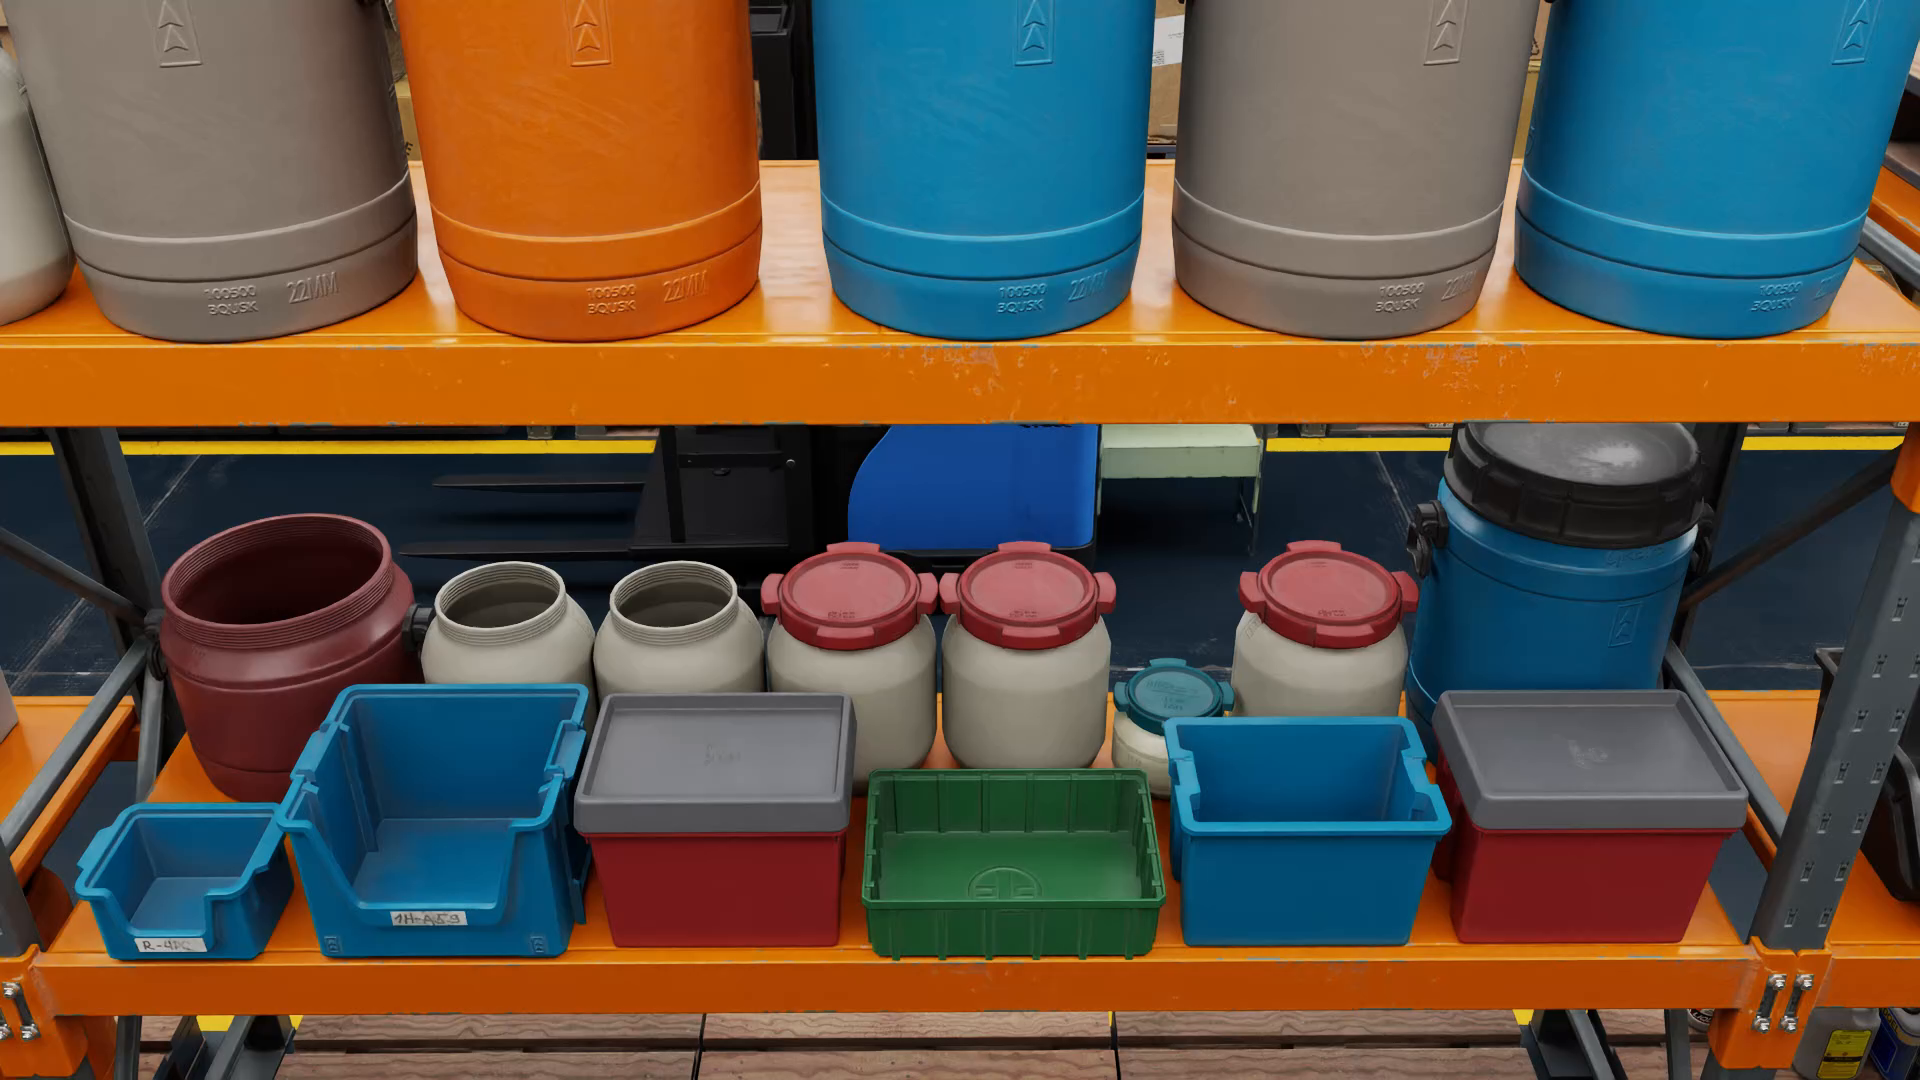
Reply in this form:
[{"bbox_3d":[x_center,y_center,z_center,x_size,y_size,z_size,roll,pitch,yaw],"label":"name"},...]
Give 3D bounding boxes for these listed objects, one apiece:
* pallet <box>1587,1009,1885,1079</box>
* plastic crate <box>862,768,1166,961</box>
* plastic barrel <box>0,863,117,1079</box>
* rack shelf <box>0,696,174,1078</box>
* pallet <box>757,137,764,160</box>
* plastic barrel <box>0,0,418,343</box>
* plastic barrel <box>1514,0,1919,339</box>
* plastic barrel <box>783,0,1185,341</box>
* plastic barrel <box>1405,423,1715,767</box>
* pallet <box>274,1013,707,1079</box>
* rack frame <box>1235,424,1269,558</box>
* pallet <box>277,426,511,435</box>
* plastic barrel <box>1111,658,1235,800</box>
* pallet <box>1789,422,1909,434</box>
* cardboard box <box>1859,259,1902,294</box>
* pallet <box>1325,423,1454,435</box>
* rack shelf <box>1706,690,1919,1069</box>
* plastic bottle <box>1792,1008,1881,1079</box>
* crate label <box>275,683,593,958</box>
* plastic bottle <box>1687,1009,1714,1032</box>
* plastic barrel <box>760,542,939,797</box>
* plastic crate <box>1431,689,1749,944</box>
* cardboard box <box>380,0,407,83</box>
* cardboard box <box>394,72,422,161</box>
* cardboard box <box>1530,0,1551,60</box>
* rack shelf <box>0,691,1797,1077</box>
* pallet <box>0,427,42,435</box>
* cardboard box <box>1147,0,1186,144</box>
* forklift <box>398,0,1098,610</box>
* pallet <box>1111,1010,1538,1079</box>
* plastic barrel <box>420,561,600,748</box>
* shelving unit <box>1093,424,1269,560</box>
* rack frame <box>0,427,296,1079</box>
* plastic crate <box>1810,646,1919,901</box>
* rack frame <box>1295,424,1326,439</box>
[{"bbox_3d":[2.528,1.713,4.723,1.213,0.211,1.003,0,31,0],"label":"pallet"},{"bbox_3d":[0.116,0.744,3.837,0.662,0.188,0.450,0,31,0],"label":"plastic crate"},{"bbox_3d":[-2.633,1.273,4.448,0.708,0.830,0.600,0,31,0],"label":"plastic barrel"},{"bbox_3d":[-4.144,0.828,4.188,4.000,0.370,1.077,0,31,0],"label":"rack shelf"},{"bbox_3d":[-1.462,-2.031,8.390,1.003,0.211,1.213,0,31,0],"label":"pallet"},{"bbox_3d":[-1.322,-0.873,2.922,0.600,0.901,0.600,0,31,0],"label":"plastic barrel"},{"bbox_3d":[1.349,-0.881,2.936,0.708,0.901,0.600,0,31,0],"label":"plastic barrel"},{"bbox_3d":[0.041,-0.877,2.929,0.708,0.901,0.600,0,31,0],"label":"plastic barrel"},{"bbox_3d":[1.468,0.131,4.159,0.708,0.901,0.600,0,31,0],"label":"plastic barrel"},{"bbox_3d":[-1.369,1.724,4.705,1.213,0.211,1.003,0,31,0],"label":"pallet"},{"bbox_3d":[1.334,-0.665,7.400,0.023,1.500,0.400,-1,31,-1],"label":"rack frame"},{"bbox_3d":[-2.963,-0.900,9.029,1.213,0.211,1.003,0,31,0],"label":"pallet"},{"bbox_3d":[0.531,0.485,4.192,0.301,0.262,0.301,0,31,0],"label":"plastic barrel"},{"bbox_3d":[4.937,-0.904,9.036,1.213,0.211,1.003,0,31,0],"label":"pallet"},{"bbox_3d":[4.604,-1.178,8.805,0.500,0.500,0.500,8,32,13],"label":"cardboard box"},{"bbox_3d":[2.497,-0.896,9.023,1.213,0.211,1.003,0,31,0],"label":"pallet"},{"bbox_3d":[3.856,0.803,4.229,4.000,0.370,1.077,0,31,0],"label":"rack shelf"},{"bbox_3d":[2.499,1.369,4.731,0.185,0.351,0.144,0,31,0],"label":"plastic bottle"},{"bbox_3d":[-1.149,0.636,3.776,0.616,0.435,0.502,0,31,0],"label":"crate label"},{"bbox_3d":[2.217,1.347,4.912,0.097,0.201,0.097,0,31,0],"label":"plastic bottle"},{"bbox_3d":[-0.269,0.336,4.173,0.433,0.535,0.433,0,31,0],"label":"plastic barrel"},{"bbox_3d":[1.373,0.634,3.751,0.583,0.464,0.402,0,31,0],"label":"plastic crate"},{"bbox_3d":[-2.905,-2.533,7.970,0.637,0.503,0.797,1,31,1],"label":"cardboard box"},{"bbox_3d":[-2.666,-1.968,8.005,0.500,0.500,0.500,1,31,1],"label":"cardboard box"},{"bbox_3d":[2.777,-2.537,7.693,0.500,0.500,0.500,0,31,0],"label":"cardboard box"},{"bbox_3d":[-0.144,0.815,4.208,4.000,0.370,1.077,0,31,0],"label":"rack shelf"},{"bbox_3d":[-5.403,-0.892,9.017,1.213,0.211,1.003,0,31,0],"label":"pallet"},{"bbox_3d":[1.031,-2.574,8.117,1.000,1.000,1.000,0,31,0],"label":"cardboard box"},{"bbox_3d":[-0.941,-1.200,6.903,3.031,2.935,1.130,-1,31,-1],"label":"forklift"},{"bbox_3d":[1.071,1.716,4.718,1.213,0.211,1.003,0,31,0],"label":"pallet"},{"bbox_3d":[-1.117,0.352,4.170,0.421,0.512,0.421,0,31,0],"label":"plastic barrel"},{"bbox_3d":[0.968,-0.659,7.391,0.755,1.500,0.431,-1,31,-1],"label":"shelving unit"},{"bbox_3d":[-2.144,0.514,4.011,0.127,3.000,1.000,0,31,0],"label":"rack frame"},{"bbox_3d":[2.380,0.592,3.942,0.504,0.338,0.767,0,31,0],"label":"plastic crate"},{"bbox_3d":[1.826,-2.068,8.266,0.127,3.000,1.000,0,31,0],"label":"rack frame"}]
